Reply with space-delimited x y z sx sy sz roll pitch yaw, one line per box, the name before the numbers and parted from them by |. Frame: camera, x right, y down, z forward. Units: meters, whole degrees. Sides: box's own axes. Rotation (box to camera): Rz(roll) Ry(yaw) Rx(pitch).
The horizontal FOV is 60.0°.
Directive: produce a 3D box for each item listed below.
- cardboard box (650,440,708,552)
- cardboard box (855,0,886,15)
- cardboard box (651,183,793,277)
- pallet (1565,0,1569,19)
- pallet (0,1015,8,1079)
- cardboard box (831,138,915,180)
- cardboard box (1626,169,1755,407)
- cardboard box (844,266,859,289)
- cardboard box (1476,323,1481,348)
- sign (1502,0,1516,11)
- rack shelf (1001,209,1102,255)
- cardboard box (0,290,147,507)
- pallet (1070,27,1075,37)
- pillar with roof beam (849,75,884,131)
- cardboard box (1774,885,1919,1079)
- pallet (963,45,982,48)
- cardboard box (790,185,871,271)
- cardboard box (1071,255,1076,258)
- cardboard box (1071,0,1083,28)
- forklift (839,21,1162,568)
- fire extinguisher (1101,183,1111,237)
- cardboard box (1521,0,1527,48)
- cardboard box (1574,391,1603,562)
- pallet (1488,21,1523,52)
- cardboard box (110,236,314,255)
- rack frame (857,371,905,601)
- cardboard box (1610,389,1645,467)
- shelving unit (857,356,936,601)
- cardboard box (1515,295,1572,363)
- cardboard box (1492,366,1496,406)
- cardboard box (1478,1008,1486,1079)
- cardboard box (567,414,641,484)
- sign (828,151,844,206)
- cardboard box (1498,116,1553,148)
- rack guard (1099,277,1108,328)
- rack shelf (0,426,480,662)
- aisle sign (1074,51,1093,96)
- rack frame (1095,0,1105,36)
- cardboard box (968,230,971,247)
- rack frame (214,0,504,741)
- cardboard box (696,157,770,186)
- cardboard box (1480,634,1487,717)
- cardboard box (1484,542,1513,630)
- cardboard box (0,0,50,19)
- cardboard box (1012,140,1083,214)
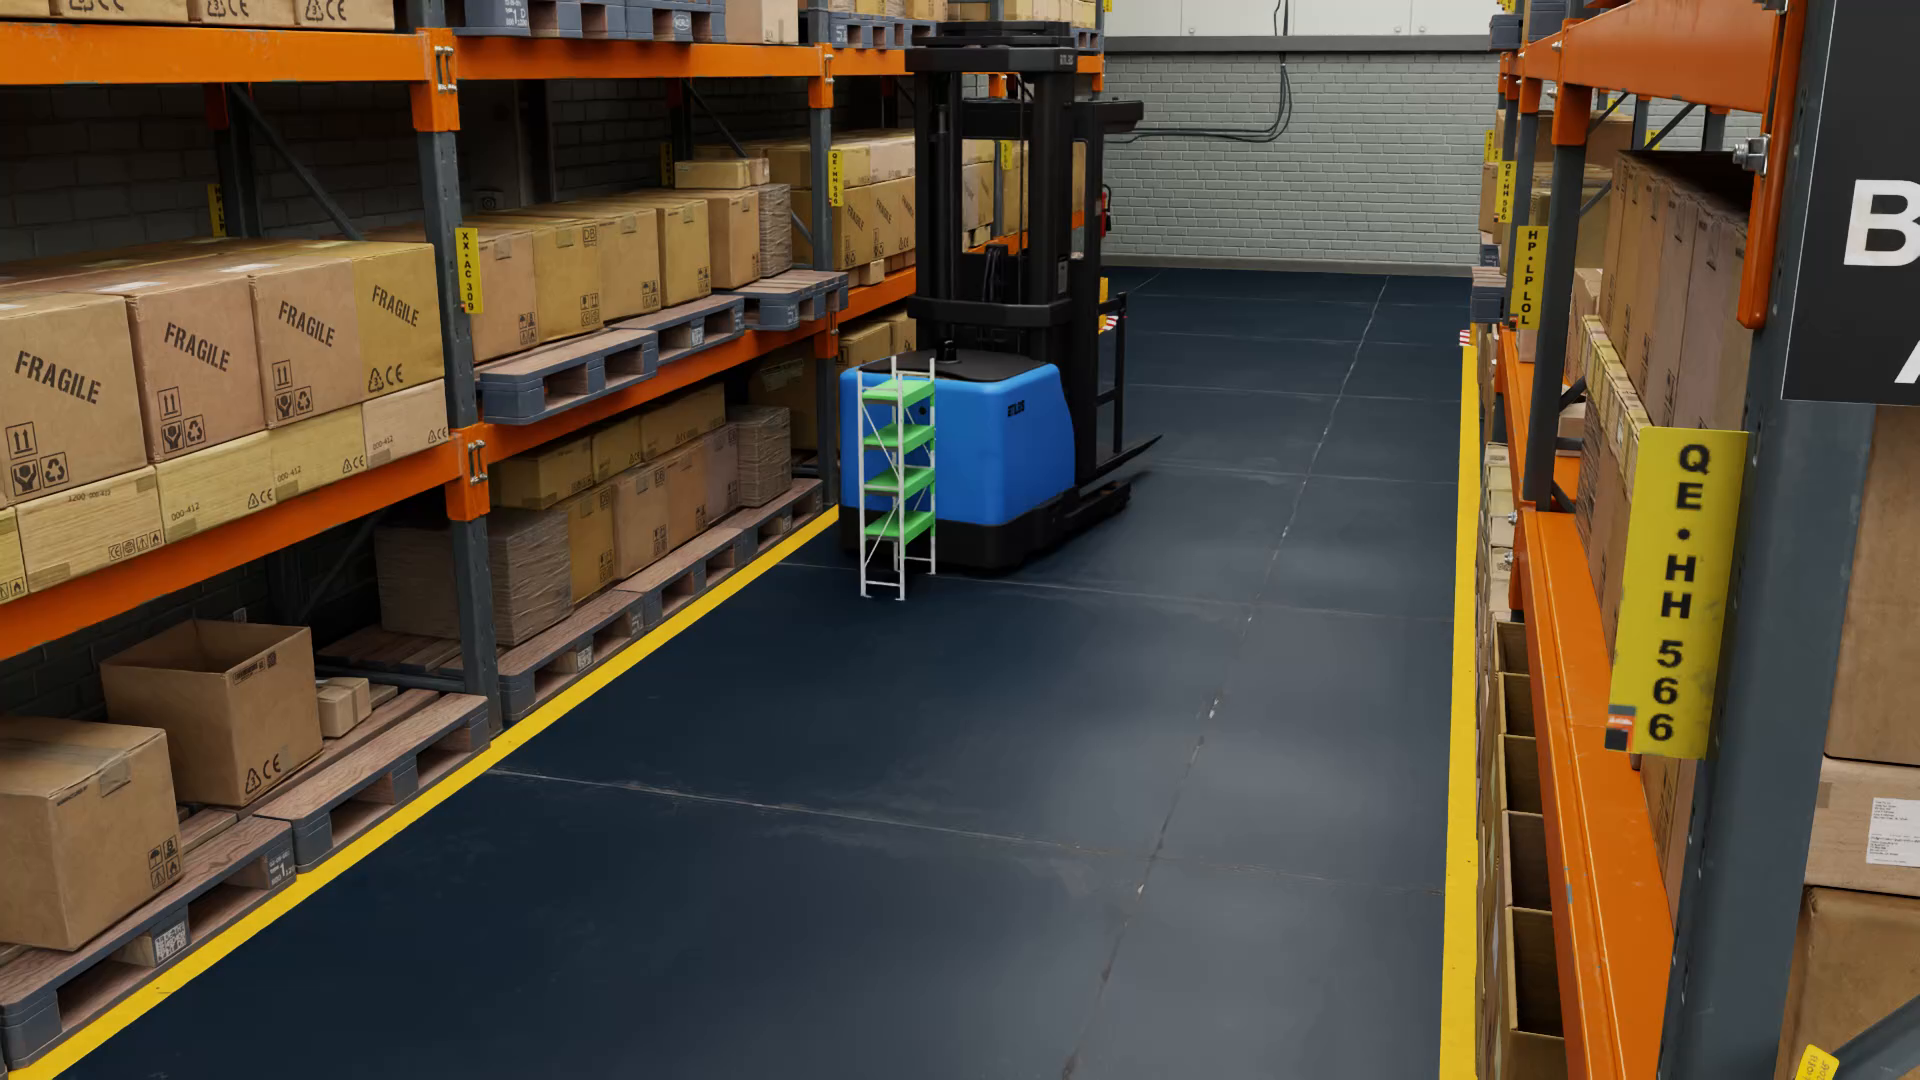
cardboard box | -1.803 -0.264 9.038 0.700 0.500 0.500 5 16 16
cardboard box | -0.924 -3.826 11.335 0.700 0.500 0.500 6 17 19
cardboard box | -1.401 -1.841 9.835 0.700 0.500 0.500 3 16 9
pallet | 3.052 -2.197 6.928 1.003 0.211 1.213 5 17 18
pallet | -3.264 1.499 4.156 1.003 0.211 1.213 5 16 16
cardboard box | -0.610 -2.637 11.492 0.500 0.250 0.500 5 17 16
cardboard box | 1.932 -0.568 3.774 0.700 0.500 0.500 5 16 16
cardboard box | -0.881 -1.728 10.847 0.380 0.149 0.250 5 17 17
cardboard box | 5.037 -1.922 15.342 0.500 0.250 0.500 5 16 16
sign | 4.088 -4.101 12.345 0.100 0.325 0.005 5 16 16
rack shelf | 0.429 -2.929 15.977 1.077 0.370 4.000 5 16 16
cardboard box | -2.688 -0.411 4.647 0.500 0.500 0.500 5 17 18
pallet | 0.451 -4.684 15.510 1.003 0.211 1.213 5 16 16
pillar with roof beam | 3.357 -5.554 12.921 9.100 9.000 0.400 5 16 16
cardboard box | 1.345 0.602 2.028 0.700 0.500 0.500 5 16 16
pallet | -0.353 -3.859 12.792 0.805 0.209 1.217 4 16 14
cardboard box | -0.893 -2.013 10.666 0.500 0.500 0.500 5 17 18
cardboard box | 0.960 -2.804 16.842 0.380 0.149 0.250 5 17 17
cardboard box | 0.896 -5.071 16.035 0.500 0.250 0.500 4 16 14
forklift | 0.429 -1.610 10.133 1.130 2.935 3.031 8 18 26
fire extinguisher | 1.482 -3.585 17.798 0.296 0.674 0.183 5 16 16
cardboard box | 3.858 -3.200 9.933 0.910 0.500 0.500 5 16 16
cardboard box | 2.217 -0.207 4.880 0.700 0.500 0.500 4 16 14
pallet | 4.358 -3.556 11.717 1.213 0.211 1.003 5 16 16
cardboard box | -2.747 -0.850 6.194 0.500 0.500 0.500 4 16 15
rack frame | -0.406 -0.269 8.577 0.240 1.200 0.015 5 17 18
cardboard box | 1.713 -0.243 3.817 0.380 0.149 0.250 4 16 14
shelving unit | -0.328 -0.332 8.800 0.258 1.200 0.503 5 17 18
cardboard box | 3.034 -1.060 8.234 0.500 0.311 0.500 4 16 15
cardboard box | 3.527 -0.970 10.152 0.500 0.250 0.500 5 17 18
cardboard box | 1.484 1.335 3.895 0.500 0.250 0.500 5 16 16
cardboard box | -1.954 -0.474 8.405 0.500 0.250 0.500 4 16 14
sign | -0.754 -2.185 10.058 0.100 0.325 0.005 5 16 16
cardboard box | 4.649 -3.184 13.544 0.500 0.500 0.500 4 16 15
rack guard | 1.004 -2.602 18.087 1.175 0.500 0.348 5 16 16
rack shelf | -2.982 0.211 4.909 1.077 0.370 4.000 5 16 16
aisle sign | 1.305 -5.045 17.353 0.394 0.787 0.004 5 16 16
rack frame | 0.997 -6.684 16.905 1.000 3.000 0.127 5 16 16
cardboard box | -0.130 -2.398 13.211 0.380 0.149 0.250 5 17 18
rack frame | -2.413 -0.659 6.655 1.000 3.000 0.127 5 16 16
cardboard box | -1.346 -2.185 9.856 0.380 0.149 0.250 2 16 9
cardboard box | 2.323 0.582 6.550 0.500 0.250 0.500 4 16 15
cardboard box | 2.463 0.180 6.939 0.500 0.311 0.500 5 16 16
cardboard box | -2.753 -1.597 4.246 0.500 0.500 0.500 6 17 19
cardboard box | 0.665 -3.617 16.536 0.980 0.700 0.700 4 16 15
